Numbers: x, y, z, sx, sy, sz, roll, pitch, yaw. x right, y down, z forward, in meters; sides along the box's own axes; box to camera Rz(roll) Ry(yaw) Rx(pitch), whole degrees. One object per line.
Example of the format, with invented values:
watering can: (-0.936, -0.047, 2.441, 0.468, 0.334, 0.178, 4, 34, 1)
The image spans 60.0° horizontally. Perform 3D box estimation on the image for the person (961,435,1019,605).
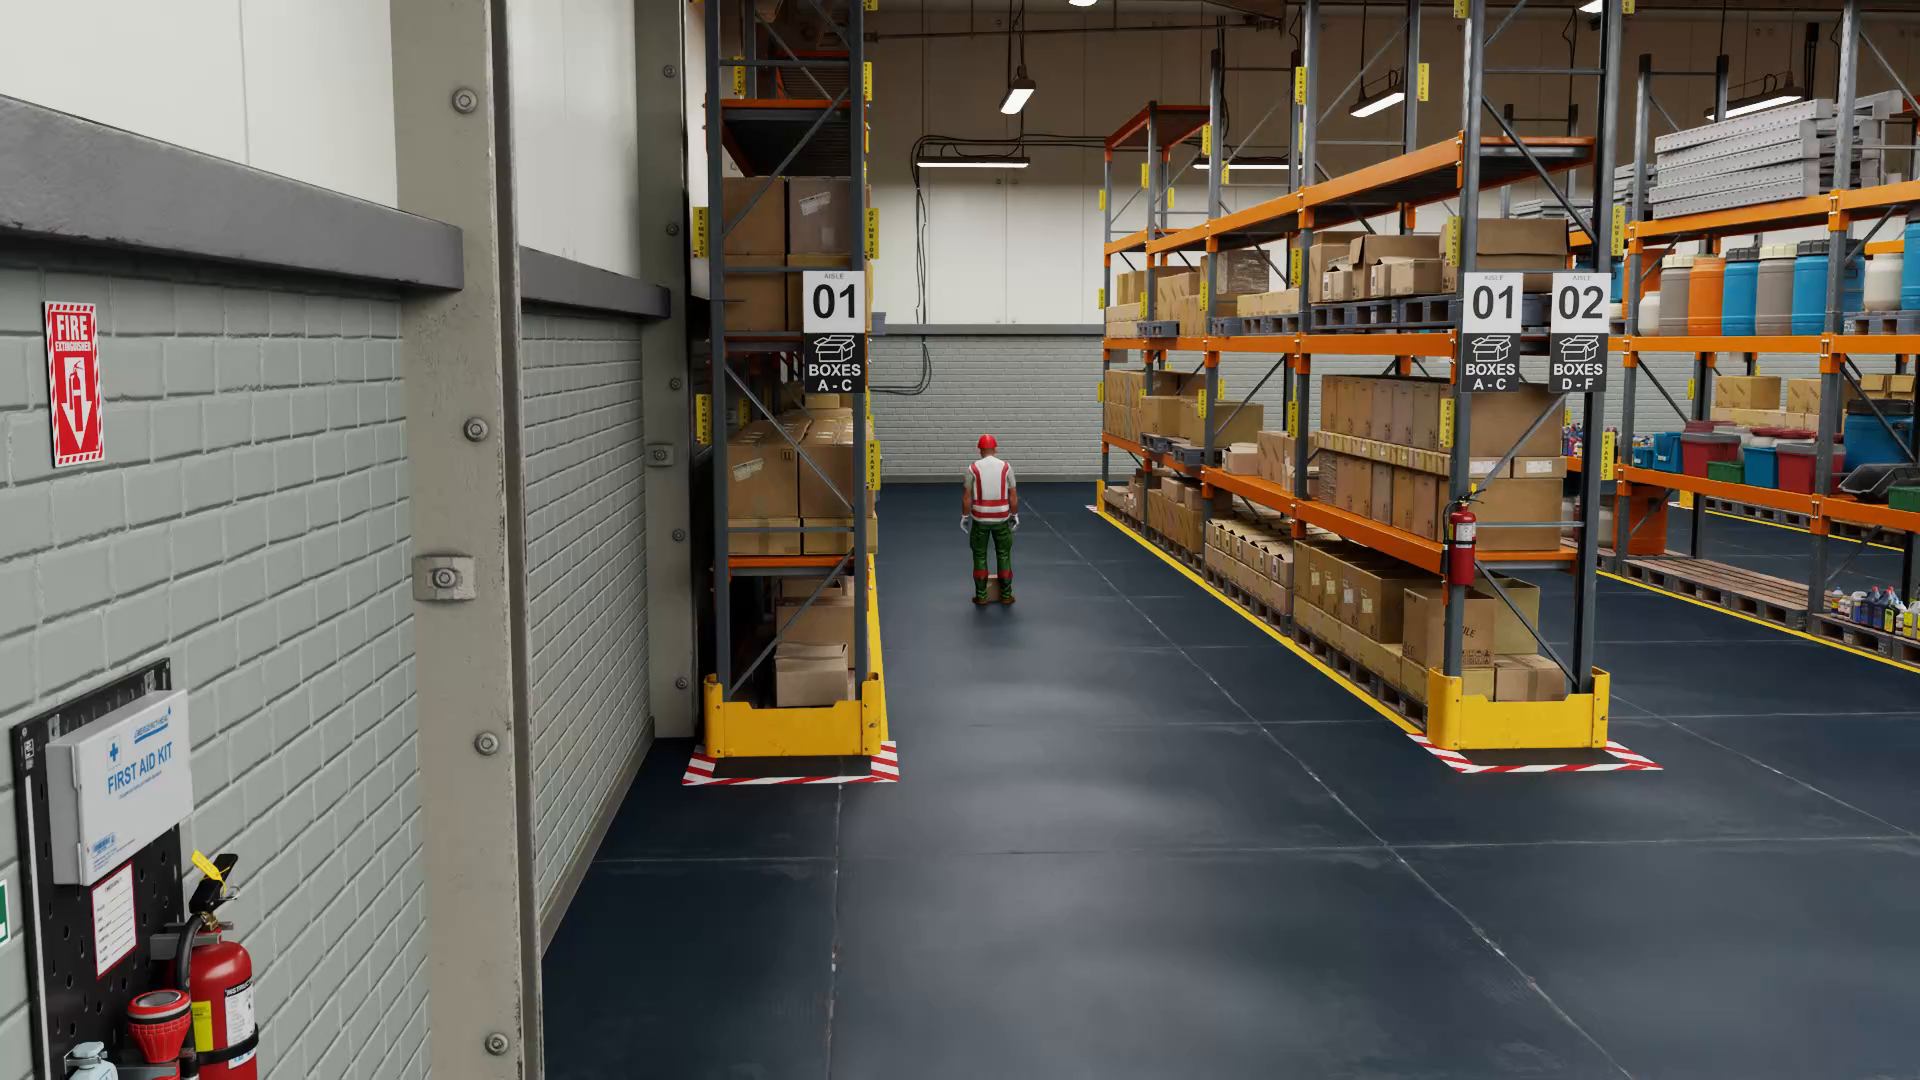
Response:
person: (0.317, -0.218, 17.513, 0.618, 1.779, 0.455, -1, 7, -5)
